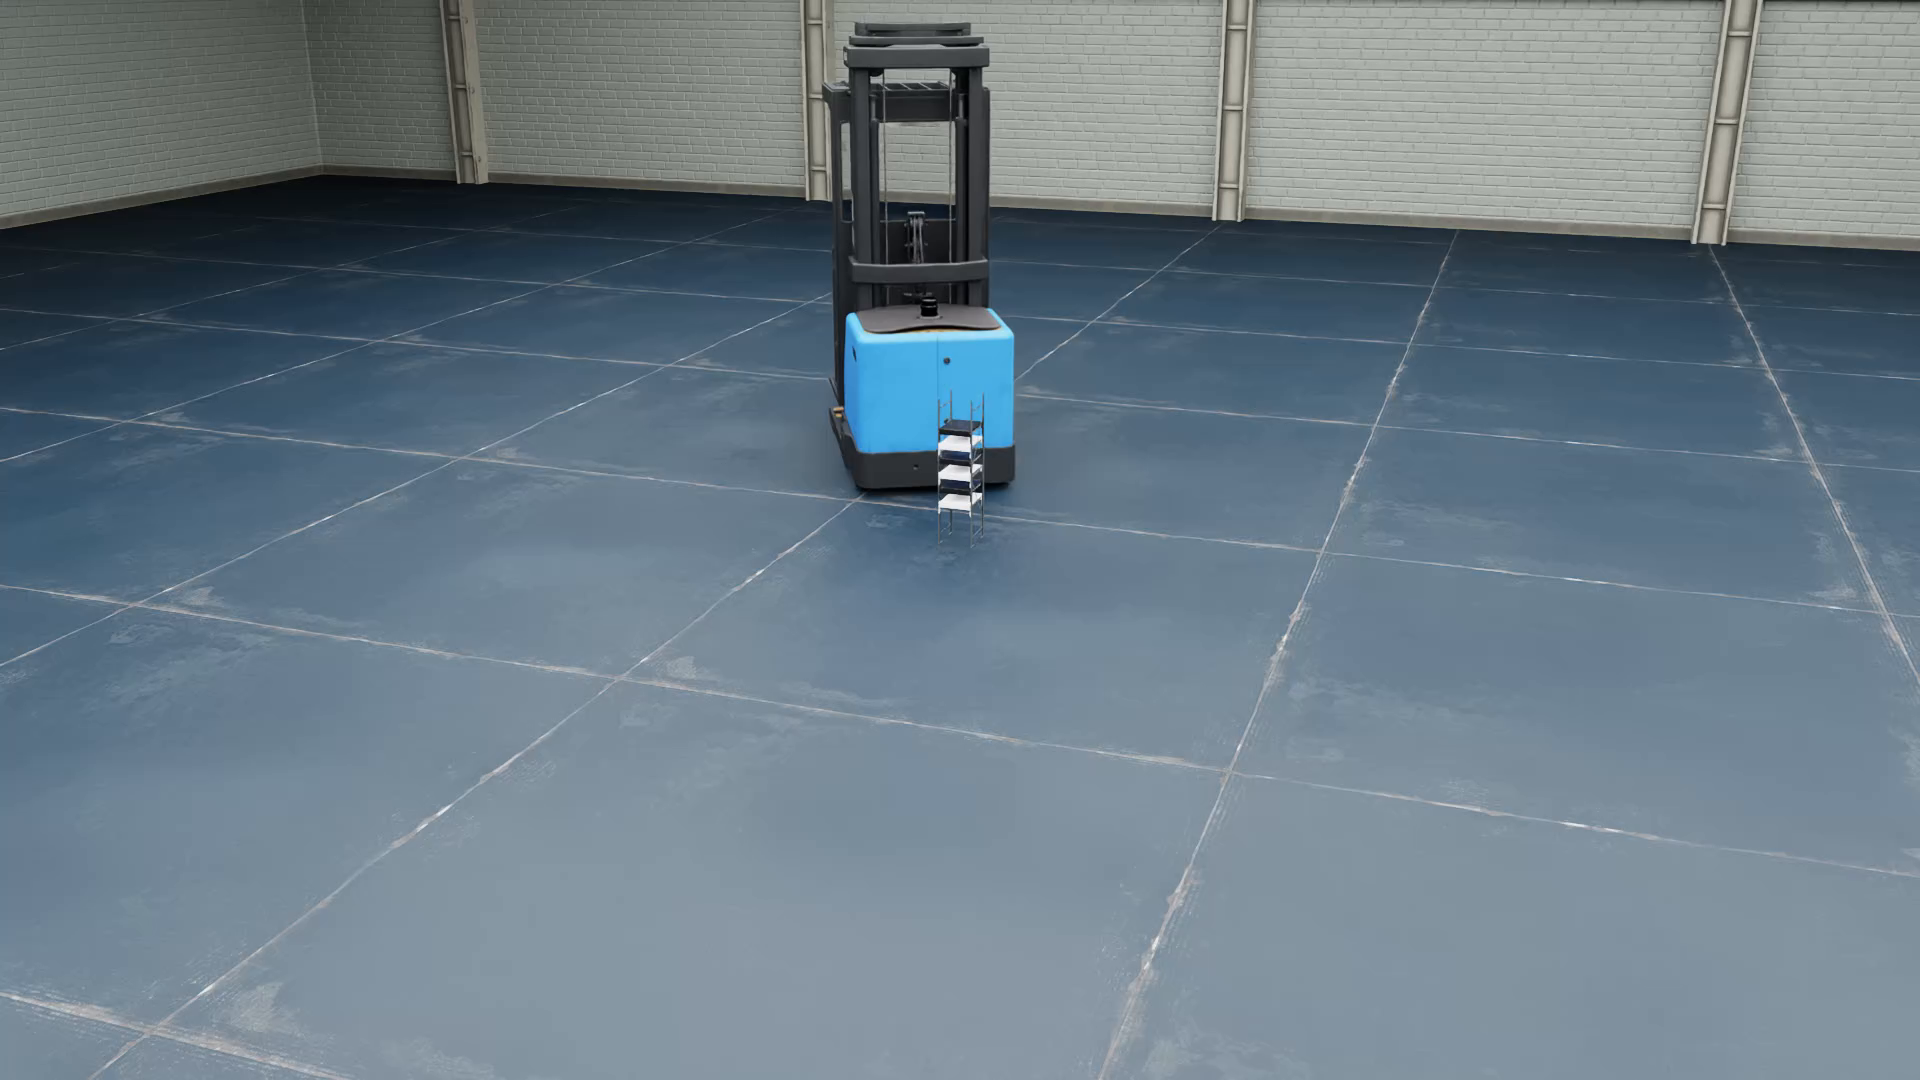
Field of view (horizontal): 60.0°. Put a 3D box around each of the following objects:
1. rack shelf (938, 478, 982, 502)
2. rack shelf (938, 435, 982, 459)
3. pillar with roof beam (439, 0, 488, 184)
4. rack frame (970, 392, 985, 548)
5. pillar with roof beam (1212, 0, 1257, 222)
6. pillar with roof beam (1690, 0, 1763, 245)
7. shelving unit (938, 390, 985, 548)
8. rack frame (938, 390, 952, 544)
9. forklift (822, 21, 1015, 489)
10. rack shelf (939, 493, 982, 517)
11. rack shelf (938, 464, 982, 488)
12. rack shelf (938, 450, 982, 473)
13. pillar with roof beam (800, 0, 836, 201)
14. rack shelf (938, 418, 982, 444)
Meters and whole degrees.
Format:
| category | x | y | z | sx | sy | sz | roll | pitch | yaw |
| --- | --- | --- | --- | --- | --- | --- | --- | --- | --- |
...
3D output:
| category | x | y | z | sx | sy | sz | roll | pitch | yaw |
| --- | --- | --- | --- | --- | --- | --- | --- | --- | --- |
| rack shelf | 0.008 | -0.308 | 9.966 | 0.200 | 0.077 | 0.258 | 7 | 20 | 18 |
| rack shelf | 0.008 | -0.563 | 9.877 | 0.200 | 0.077 | 0.258 | 7 | 20 | 18 |
| pillar with roof beam | -9.106 | -8.560 | 20.960 | 0.400 | 9.000 | 9.100 | 7 | 20 | 18 |
| rack frame | 0.104 | -0.413 | 9.894 | 0.006 | 0.900 | 0.240 | 7 | 20 | 18 |
| pillar with roof beam | 2.230 | -7.263 | 17.242 | 0.400 | 9.000 | 9.100 | 7 | 20 | 18 |
| pillar with roof beam | 7.898 | -6.615 | 15.383 | 0.400 | 9.000 | 9.100 | 7 | 20 | 18 |
| shelving unit | 0.008 | -0.424 | 9.926 | 0.210 | 0.900 | 0.258 | 7 | 20 | 18 |
| rack frame | -0.088 | -0.435 | 9.957 | 0.006 | 0.900 | 0.240 | 7 | 20 | 18 |
| forklift | -0.377 | -2.163 | 11.829 | 1.130 | 2.935 | 3.031 | -3 | 19 | -9 |
| rack shelf | 0.008 | -0.223 | 9.996 | 0.200 | 0.077 | 0.258 | 7 | 20 | 18 |
| rack shelf | 0.008 | -0.393 | 9.937 | 0.200 | 0.077 | 0.258 | 7 | 20 | 18 |
| rack shelf | 0.008 | -0.478 | 9.907 | 0.200 | 0.077 | 0.258 | 7 | 20 | 18 |
| pillar with roof beam | -3.438 | -7.911 | 19.101 | 0.400 | 9.000 | 9.100 | 7 | 20 | 18 |
| rack shelf | 0.008 | -0.648 | 9.848 | 0.200 | 0.077 | 0.258 | 7 | 20 | 18 |
